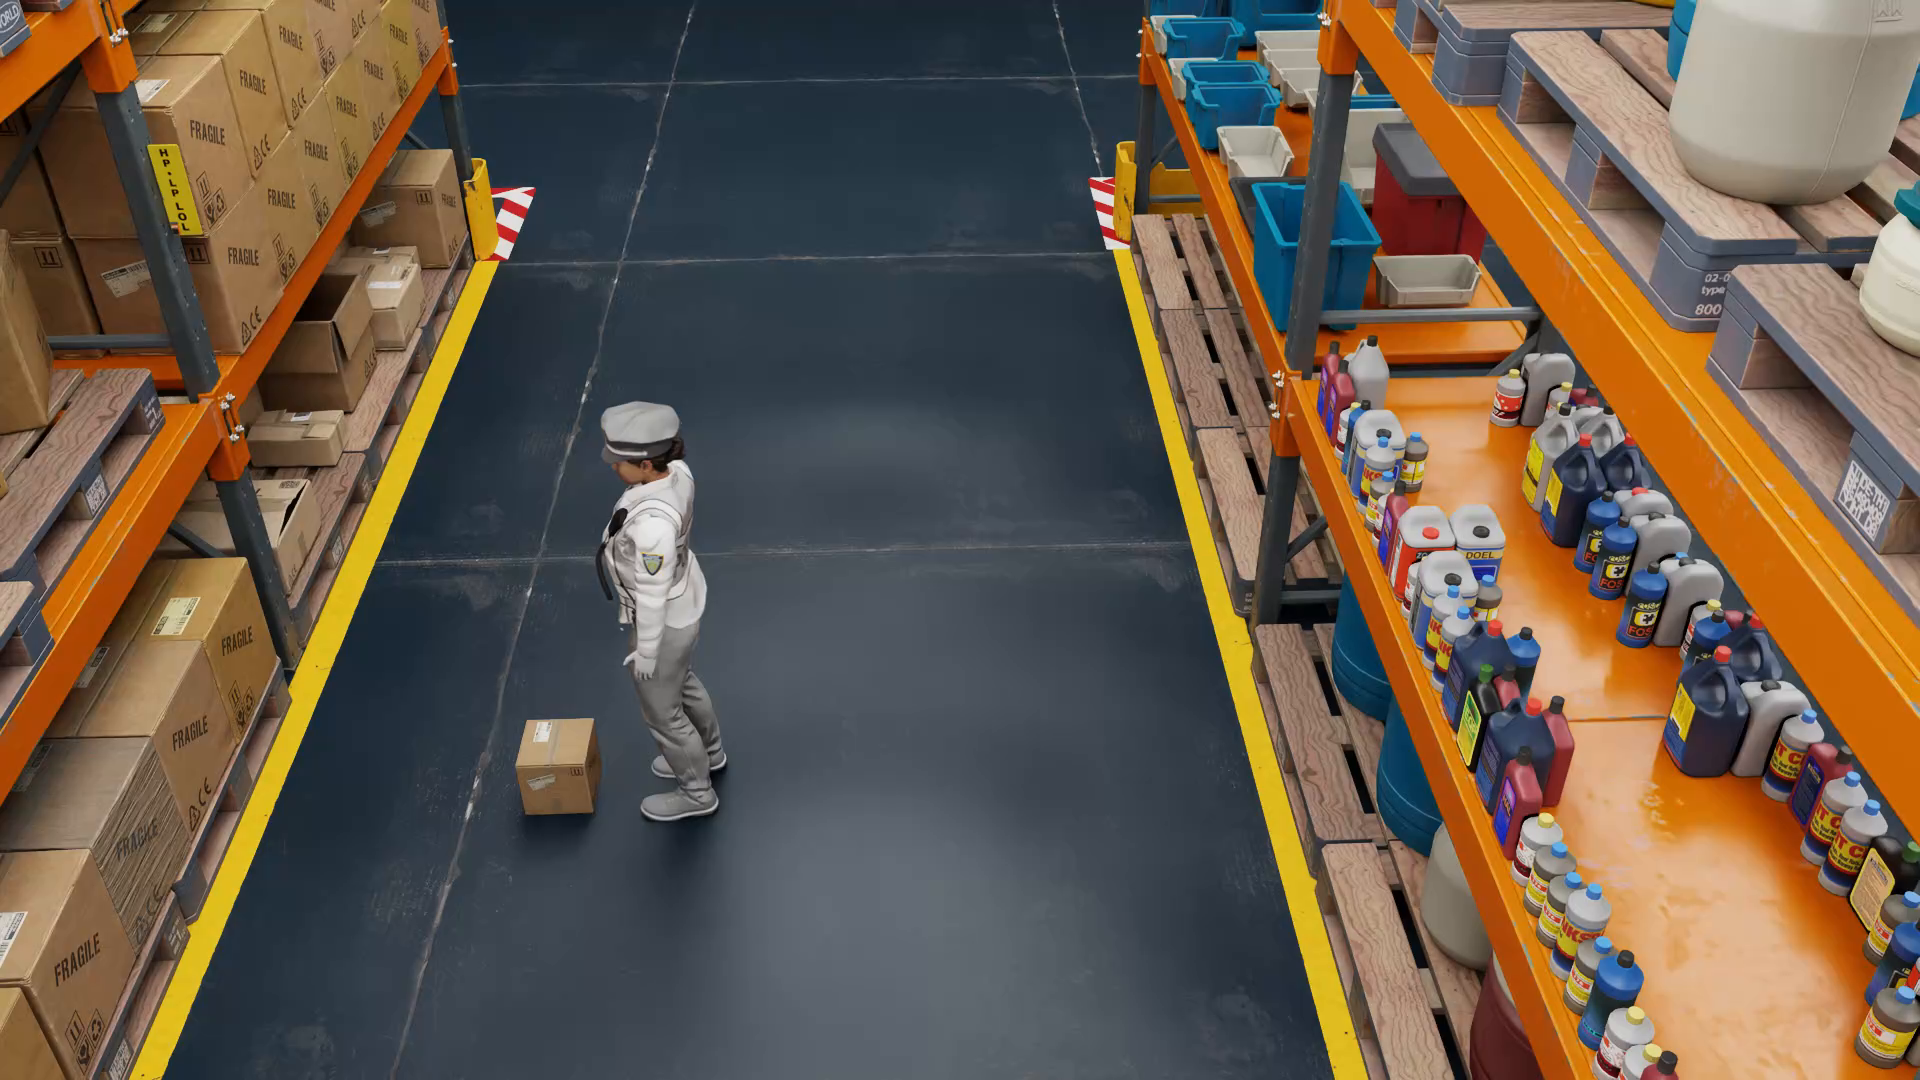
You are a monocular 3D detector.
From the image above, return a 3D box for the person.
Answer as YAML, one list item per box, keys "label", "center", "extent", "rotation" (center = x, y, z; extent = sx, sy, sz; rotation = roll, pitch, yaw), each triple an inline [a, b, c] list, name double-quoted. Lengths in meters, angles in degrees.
- label: "person"
  center: [-1.039, 0.279, 5.764]
  extent: [0.328, 1.669, 0.470]
  rotation: [-1, 35, -1]
